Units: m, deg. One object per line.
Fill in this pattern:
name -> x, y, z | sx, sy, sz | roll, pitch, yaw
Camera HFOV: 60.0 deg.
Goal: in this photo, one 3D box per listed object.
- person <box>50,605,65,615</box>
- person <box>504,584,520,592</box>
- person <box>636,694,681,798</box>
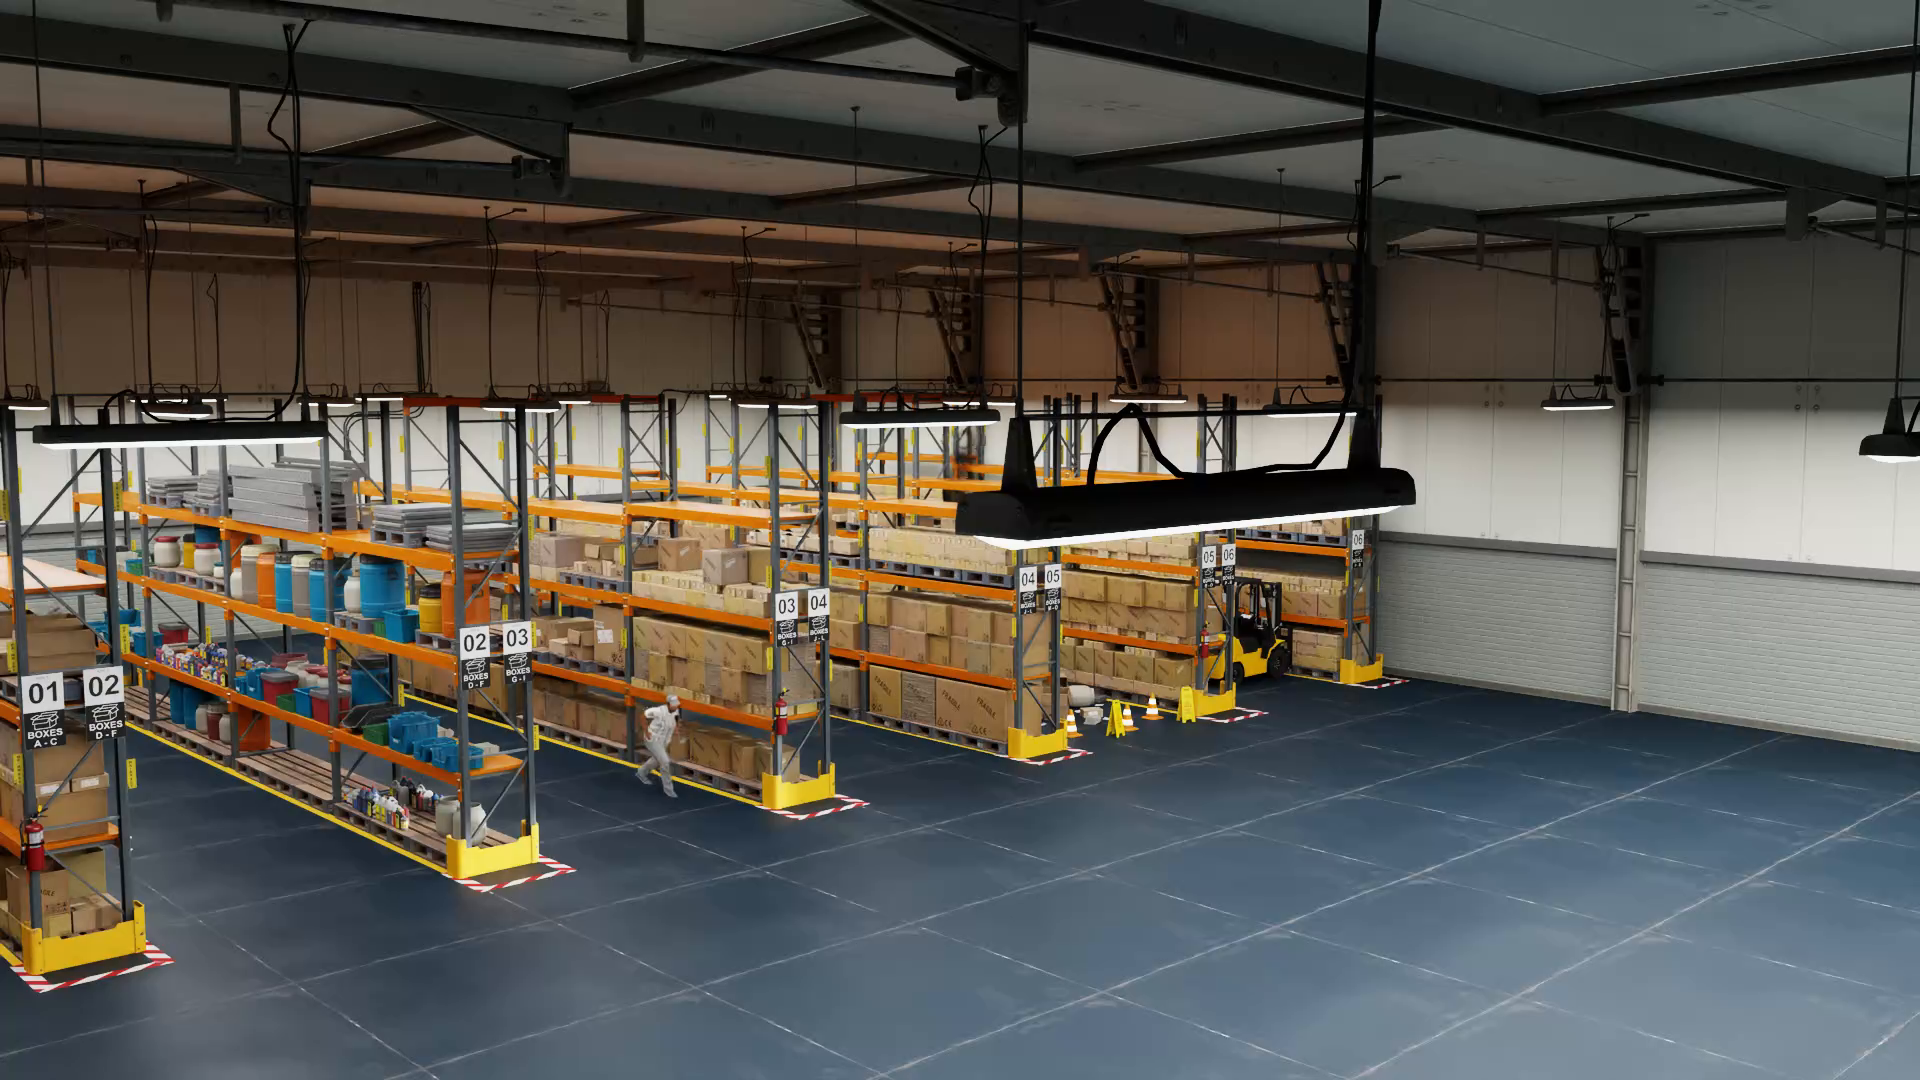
person -> -18.410, 2.191, 33.900 | 0.843, 1.722, 0.494 | -4, 7, -32
person -> -10.746, 1.627, 39.879 | 0.713, 1.719, 0.537 | 3, 6, 27
person -> -4.626, 3.123, 25.395 | 1.025, 1.628, 0.648 | 4, 7, 39
